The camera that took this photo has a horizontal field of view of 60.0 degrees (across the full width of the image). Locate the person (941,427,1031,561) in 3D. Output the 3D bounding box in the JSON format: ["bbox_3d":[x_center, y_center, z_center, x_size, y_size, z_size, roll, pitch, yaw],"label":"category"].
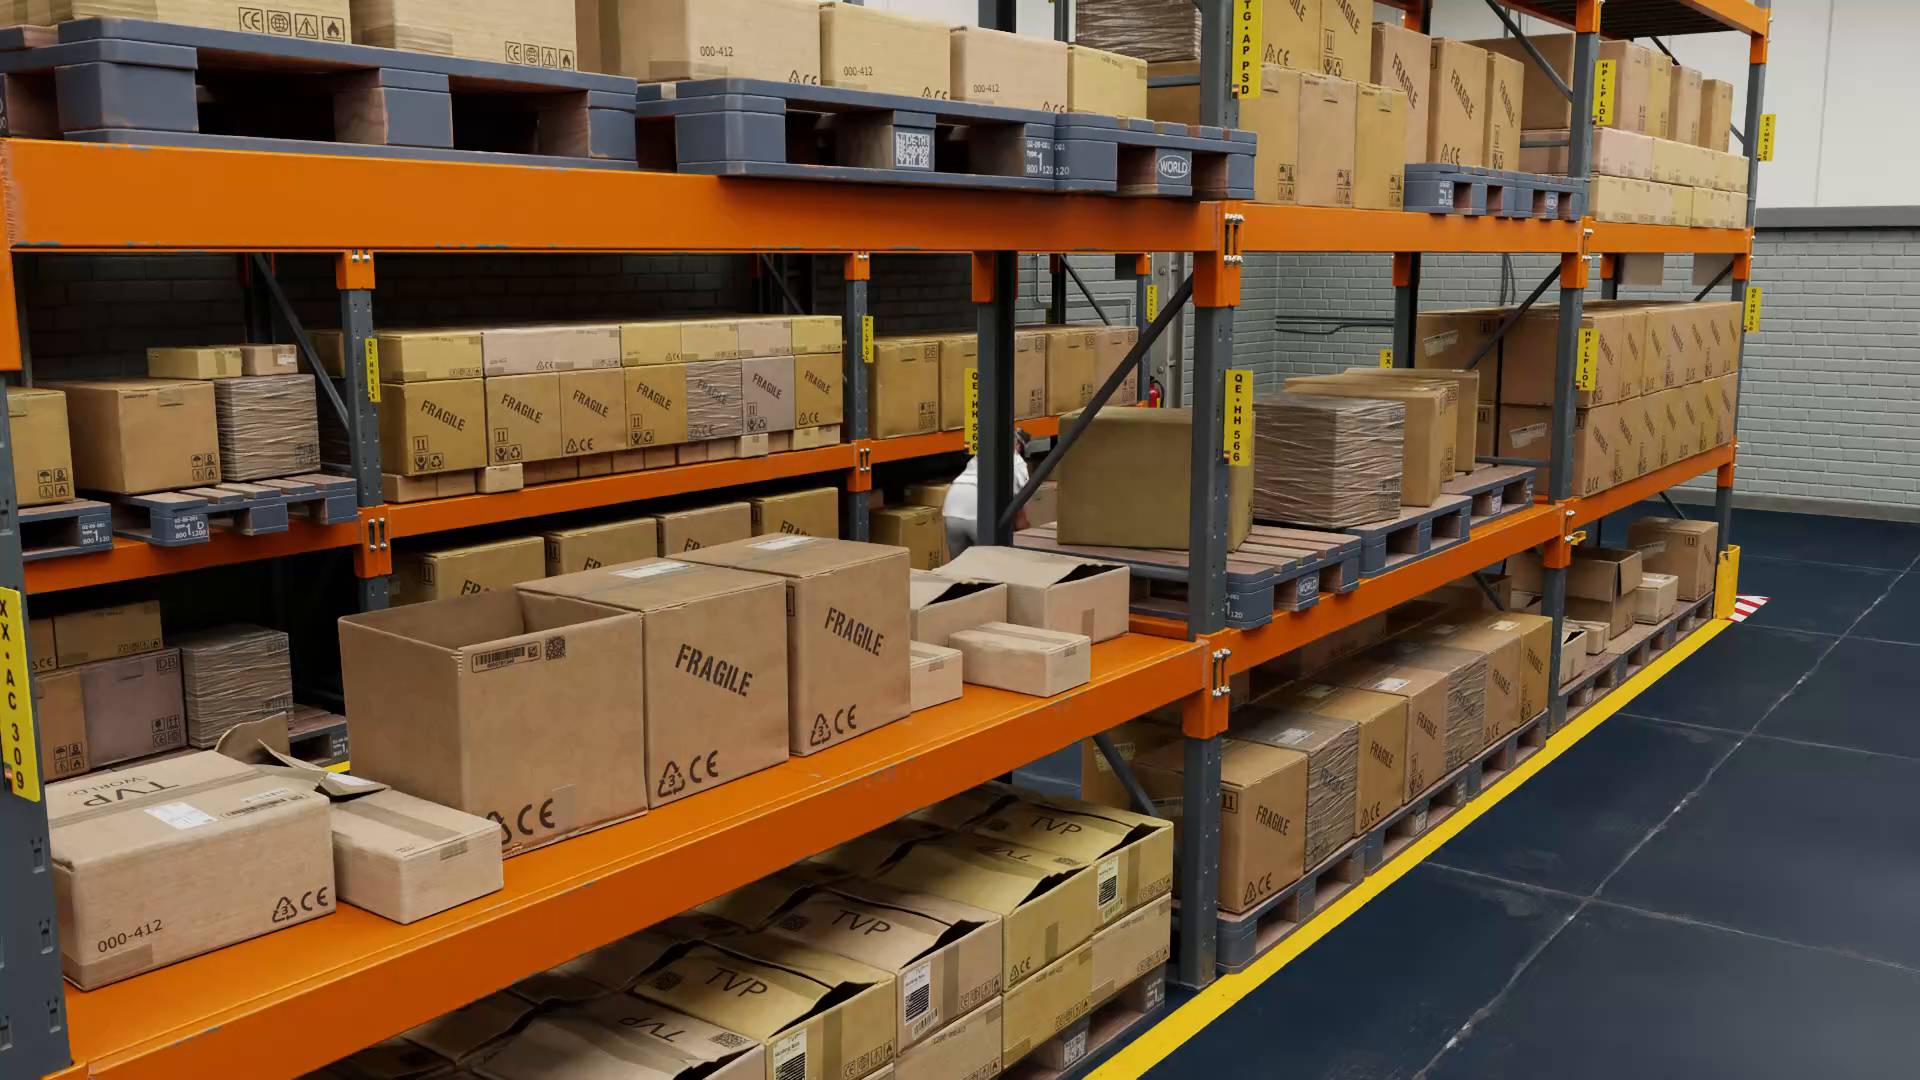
[{"bbox_3d":[0.227,-0.055,11.623,0.485,1.445,0.932,5,11,29],"label":"person"}]
